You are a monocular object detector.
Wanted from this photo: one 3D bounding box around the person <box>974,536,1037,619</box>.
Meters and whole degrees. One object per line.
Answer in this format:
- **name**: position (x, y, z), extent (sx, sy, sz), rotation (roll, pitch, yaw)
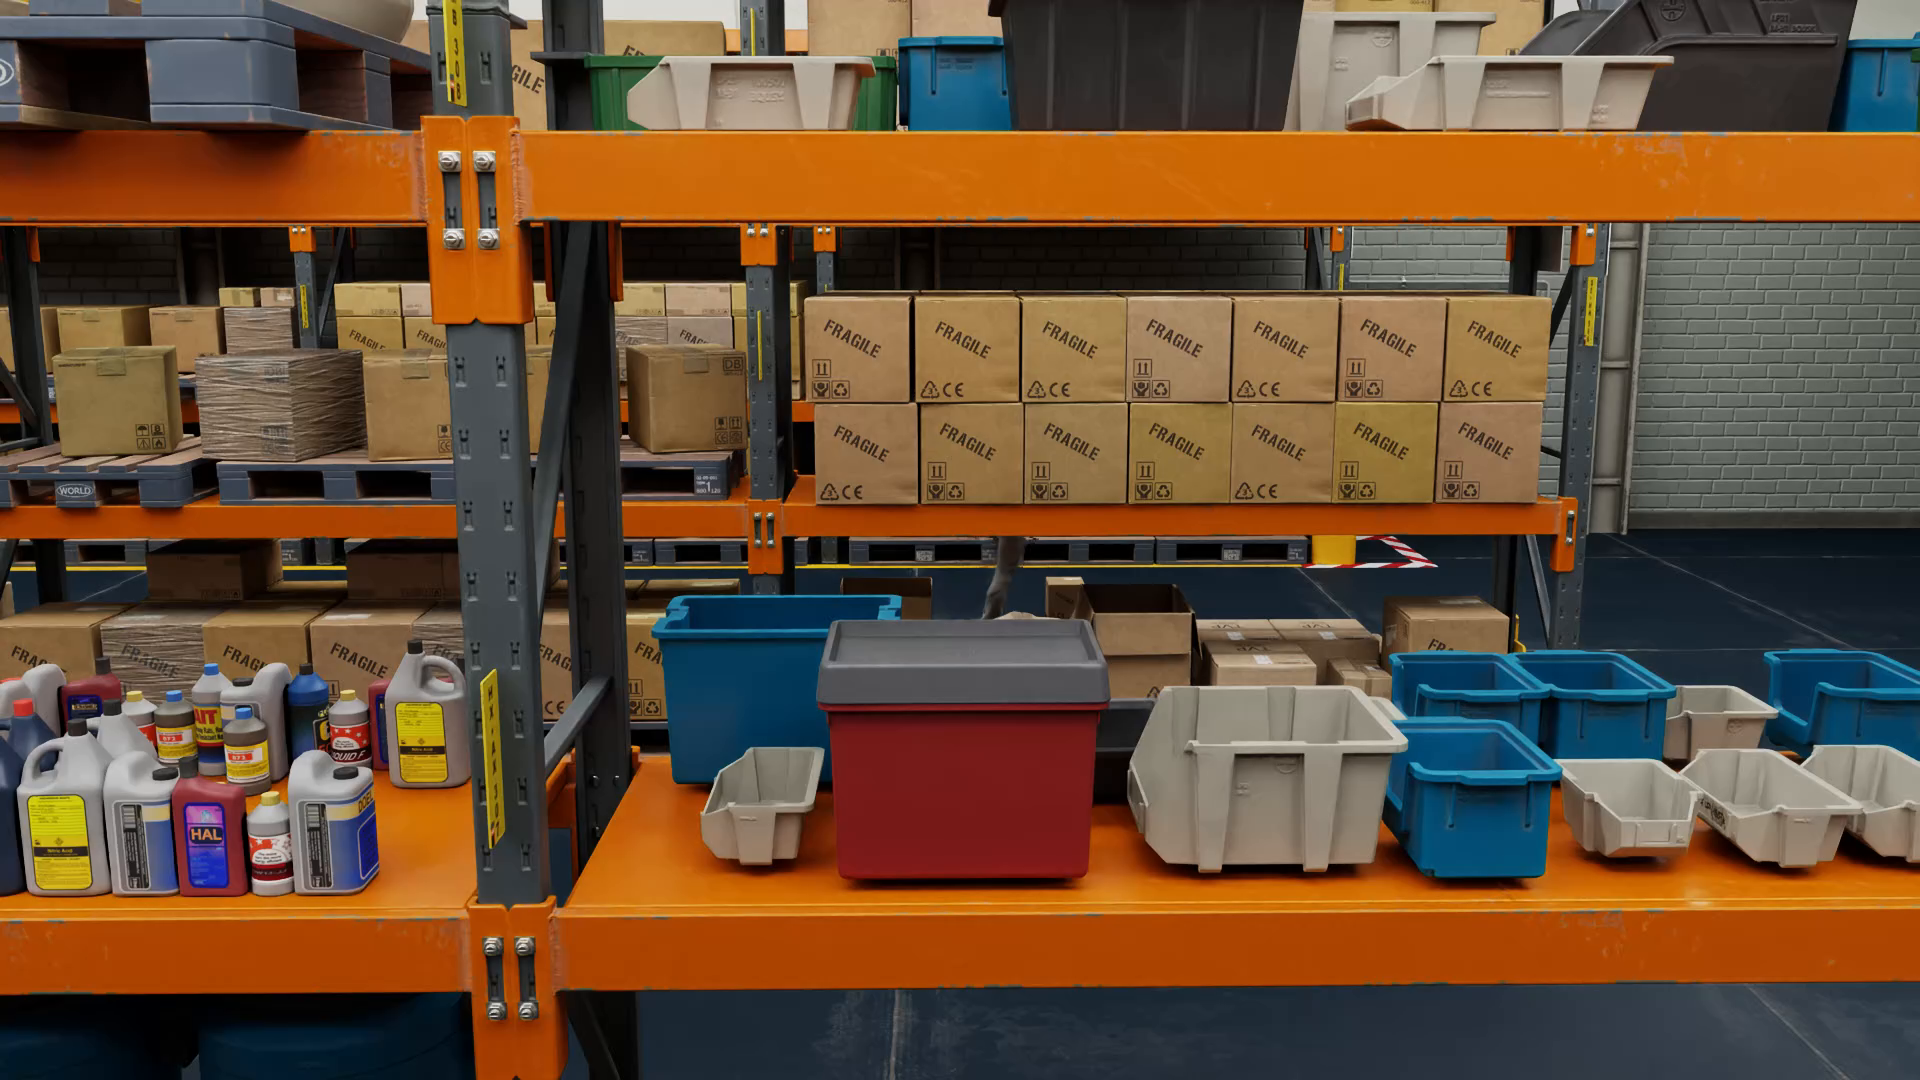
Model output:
- **person**: position (0.287, -0.116, 10.501), extent (0.428, 1.594, 0.476), rotation (10, 15, 43)
